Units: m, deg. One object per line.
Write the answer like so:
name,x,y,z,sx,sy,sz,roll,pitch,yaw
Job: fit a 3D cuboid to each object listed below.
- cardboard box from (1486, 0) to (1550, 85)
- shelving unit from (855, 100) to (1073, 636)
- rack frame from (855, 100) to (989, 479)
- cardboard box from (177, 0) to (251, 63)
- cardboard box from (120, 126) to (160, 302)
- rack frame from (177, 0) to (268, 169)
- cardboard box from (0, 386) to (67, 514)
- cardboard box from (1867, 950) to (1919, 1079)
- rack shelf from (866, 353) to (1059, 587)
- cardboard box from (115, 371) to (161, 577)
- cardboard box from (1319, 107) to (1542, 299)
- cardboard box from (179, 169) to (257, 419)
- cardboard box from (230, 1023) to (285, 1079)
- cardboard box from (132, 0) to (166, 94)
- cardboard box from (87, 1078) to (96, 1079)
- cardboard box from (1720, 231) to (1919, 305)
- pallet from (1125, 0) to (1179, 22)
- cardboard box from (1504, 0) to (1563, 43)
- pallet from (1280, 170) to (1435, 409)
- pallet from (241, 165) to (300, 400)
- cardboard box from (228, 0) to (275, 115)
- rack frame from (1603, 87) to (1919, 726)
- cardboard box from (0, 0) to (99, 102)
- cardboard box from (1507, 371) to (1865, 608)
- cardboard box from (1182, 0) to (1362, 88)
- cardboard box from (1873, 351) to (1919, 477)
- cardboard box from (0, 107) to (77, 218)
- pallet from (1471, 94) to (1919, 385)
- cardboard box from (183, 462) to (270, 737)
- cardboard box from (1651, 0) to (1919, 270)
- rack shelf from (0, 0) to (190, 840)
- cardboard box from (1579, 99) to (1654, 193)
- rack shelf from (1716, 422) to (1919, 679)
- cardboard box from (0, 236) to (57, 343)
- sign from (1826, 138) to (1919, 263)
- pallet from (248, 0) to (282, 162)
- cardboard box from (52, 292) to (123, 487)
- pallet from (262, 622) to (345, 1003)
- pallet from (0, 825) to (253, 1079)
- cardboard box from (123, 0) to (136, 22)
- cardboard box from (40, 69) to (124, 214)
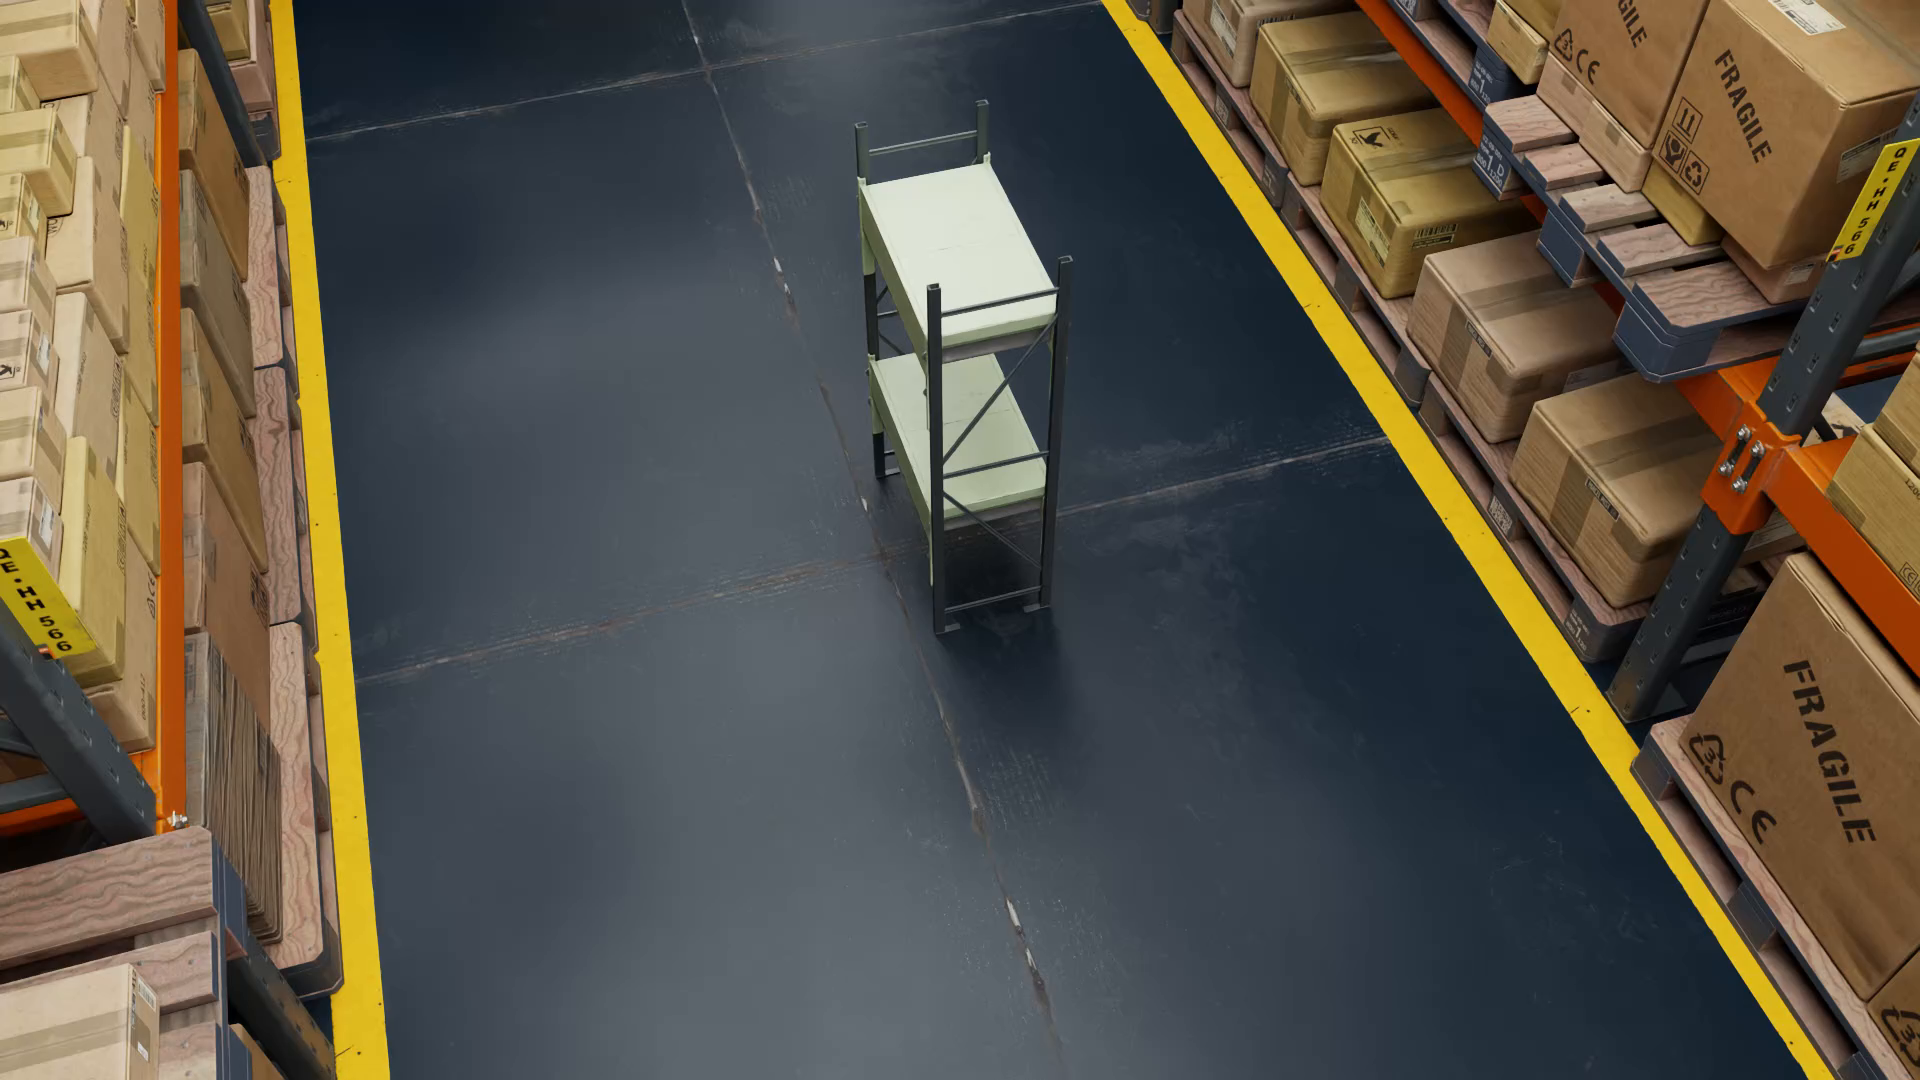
cardboard box,1.811,-1.515,4.955,0.380,0.149,0.250,-13,51,-10
shelving unit,-0.002,-0.488,5.181,0.431,1.500,0.755,-13,51,-11
rack frame,-0.110,-0.756,5.406,0.400,1.500,0.023,-13,51,-11
cardboard box,-3.212,-2.168,6.812,0.500,0.250,0.500,-14,51,-11
cardboard box,-2.533,-0.866,4.616,0.500,0.250,0.500,-12,51,-10
rack frame,-3.364,-2.334,5.756,1.000,3.000,0.127,-13,51,-11
cardboard box,-2.074,-0.148,3.423,0.380,0.149,0.250,-12,51,-10
cardboard box,2.944,1.187,3.902,0.875,0.875,0.875,-13,51,-11
rack shelf,-0.002,-0.278,5.430,0.431,0.370,0.720,-13,51,-11
cardboard box,-2.223,-0.112,3.981,0.500,0.250,0.500,-14,51,-12
cardboard box,1.957,-1.333,6.356,0.950,0.372,0.625,-12,51,-10
cardboard box,-2.977,-0.757,5.705,0.875,0.625,0.625,-14,51,-11
cardboard box,-1.851,1.518,3.869,0.500,0.500,0.500,-12,51,-10
cardboard box,-2.811,-1.611,5.244,0.500,0.250,0.500,-14,51,-11
cardboard box,-1.560,1.197,2.602,0.500,0.250,0.500,-15,52,-13
cardboard box,2.238,-0.779,4.334,0.380,0.149,0.250,-12,51,-10
pallet,1.144,-3.043,8.177,1.003,0.211,1.213,-13,51,-11
cardboard box,1.846,-1.814,4.783,0.500,0.500,0.500,-16,52,-13
pallet,1.973,-1.100,6.539,1.003,0.211,1.213,-13,51,-11
pallet,-3.109,-0.906,6.376,1.003,0.211,1.213,-13,51,-11
cardboard box,-3.191,-2.012,7.008,0.500,0.250,0.500,-13,51,-11
rack frame,2.560,-0.538,4.242,1.000,3.000,0.127,-13,51,-11
cardboard box,-2.492,-1.274,4.372,0.380,0.149,0.250,-15,51,-12
cardboard box,2.402,-0.241,5.435,0.950,0.372,0.625,-16,52,-13
cardboard box,1.534,-2.365,7.226,0.950,0.372,0.625,-13,51,-11
cardboard box,2.474,-0.225,3.749,0.500,0.250,0.500,-14,51,-11
cardboard box,-2.386,-0.894,4.052,0.380,0.149,0.250,-12,51,-10
pallet,2.247,-0.972,4.733,1.213,0.211,1.003,-13,51,-11
cardboard box,-2.553,0.283,4.828,0.875,0.625,0.625,-12,51,-10
cardboard box,2.160,-1.070,4.156,0.500,0.500,0.500,-15,51,-12
rack shelf,-2.772,-0.642,4.800,1.077,0.370,4.000,-13,51,-11
cardboard box,1.972,-1.132,4.632,0.380,0.149,0.250,-14,51,-11
rack shelf,3.151,1.155,3.285,1.077,0.370,4.000,-13,51,-11
cardboard box,-2.264,-0.518,3.735,0.380,0.149,0.250,-13,51,-11
sign,2.044,-0.756,3.720,0.100,0.325,0.005,-13,51,-11
pallet,-3.559,-2.026,7.320,1.003,0.211,1.213,-13,51,-11
cardboard box,-2.226,-0.271,3.788,0.500,0.250,0.500,-12,51,-10
pallet,-2.387,0.876,4.874,1.003,0.211,1.213,-13,51,-11
pallet,-1.913,1.128,2.963,1.213,0.211,1.003,-13,51,-11
cardboard box,-2.815,-1.772,5.053,0.500,0.250,0.500,-15,51,-12
cardboard box,-2.538,-1.025,4.423,0.500,0.250,0.500,-13,51,-10
